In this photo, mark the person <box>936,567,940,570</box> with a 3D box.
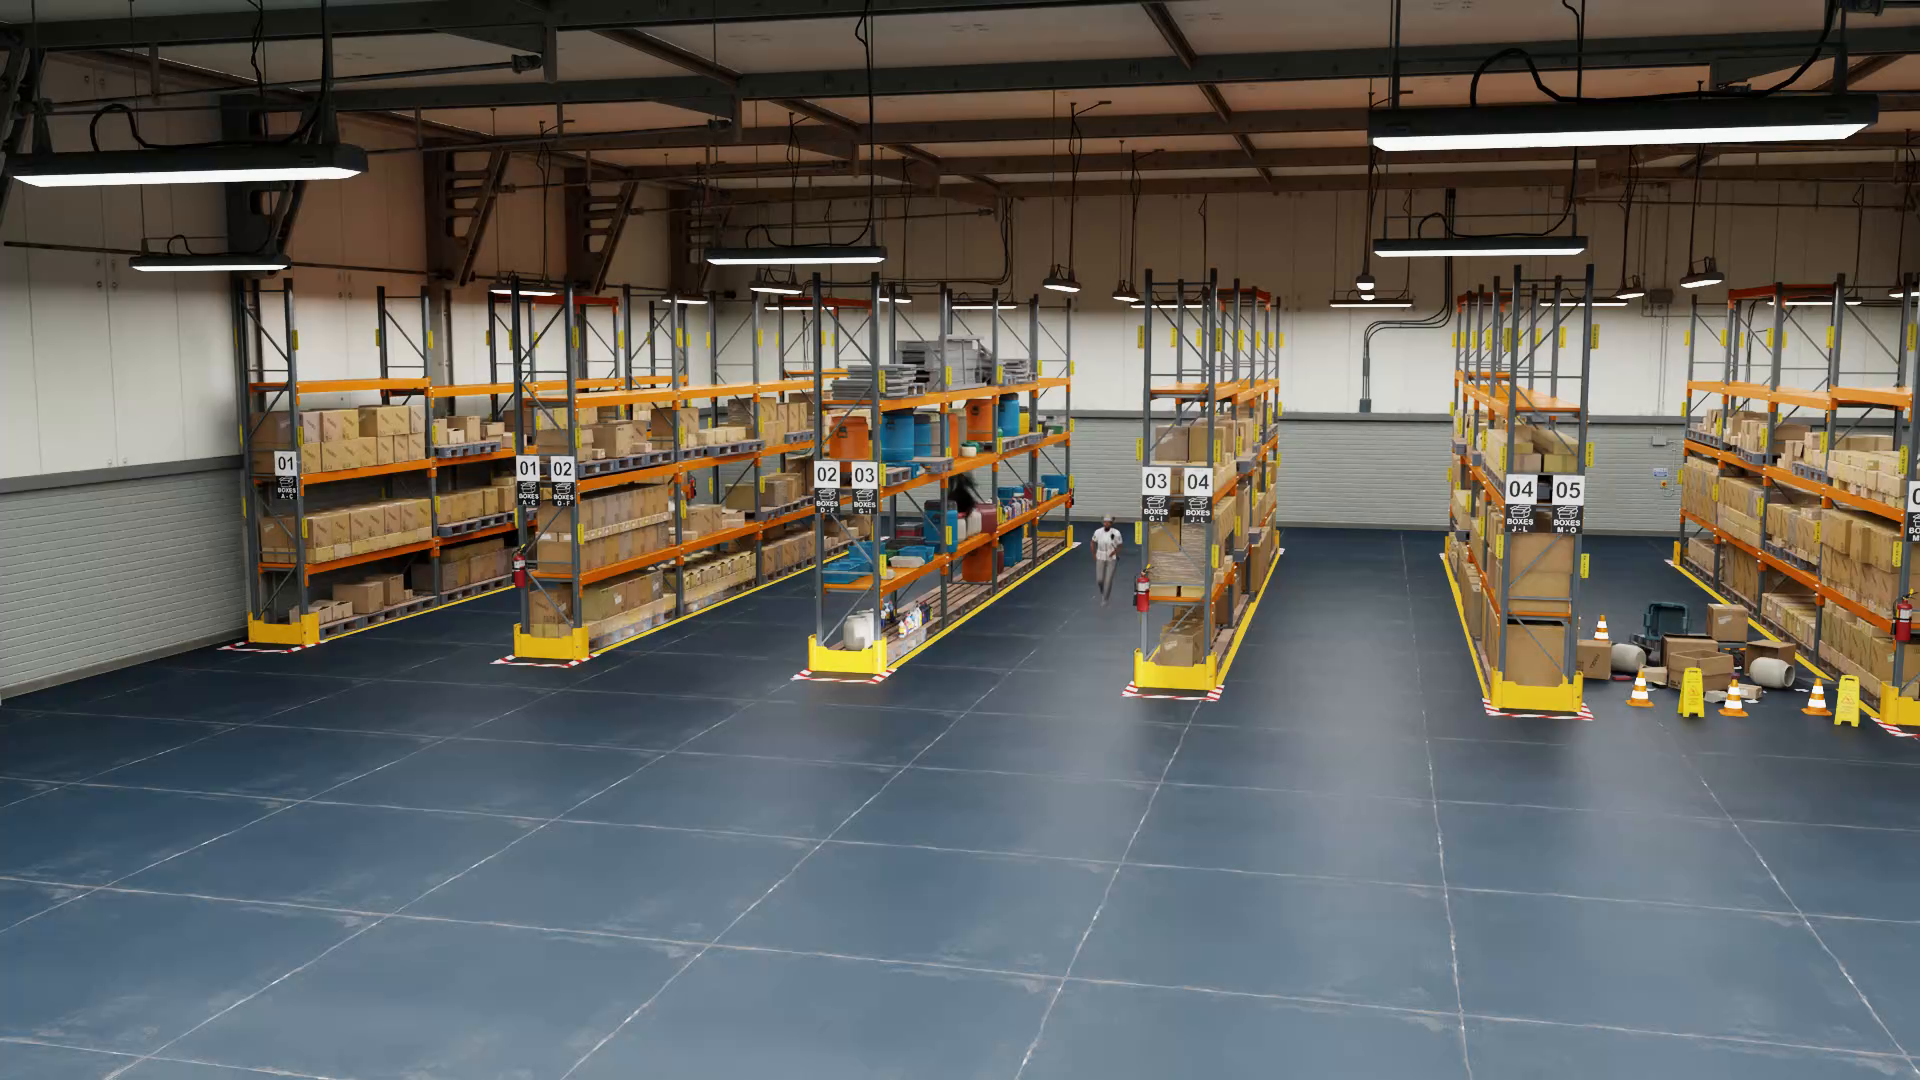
[{"bbox_3d":[-0.354,-0.191,36.630,0.539,1.613,0.871,1,7,12],"label":"person"}]

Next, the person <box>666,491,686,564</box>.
[{"bbox_3d":[-6.339,-0.273,36.985,0.601,1.663,0.937,0,7,3],"label":"person"}]

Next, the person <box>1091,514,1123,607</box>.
[{"bbox_3d":[2.592,0.365,29.455,0.582,1.671,0.525,1,7,10],"label":"person"}]
